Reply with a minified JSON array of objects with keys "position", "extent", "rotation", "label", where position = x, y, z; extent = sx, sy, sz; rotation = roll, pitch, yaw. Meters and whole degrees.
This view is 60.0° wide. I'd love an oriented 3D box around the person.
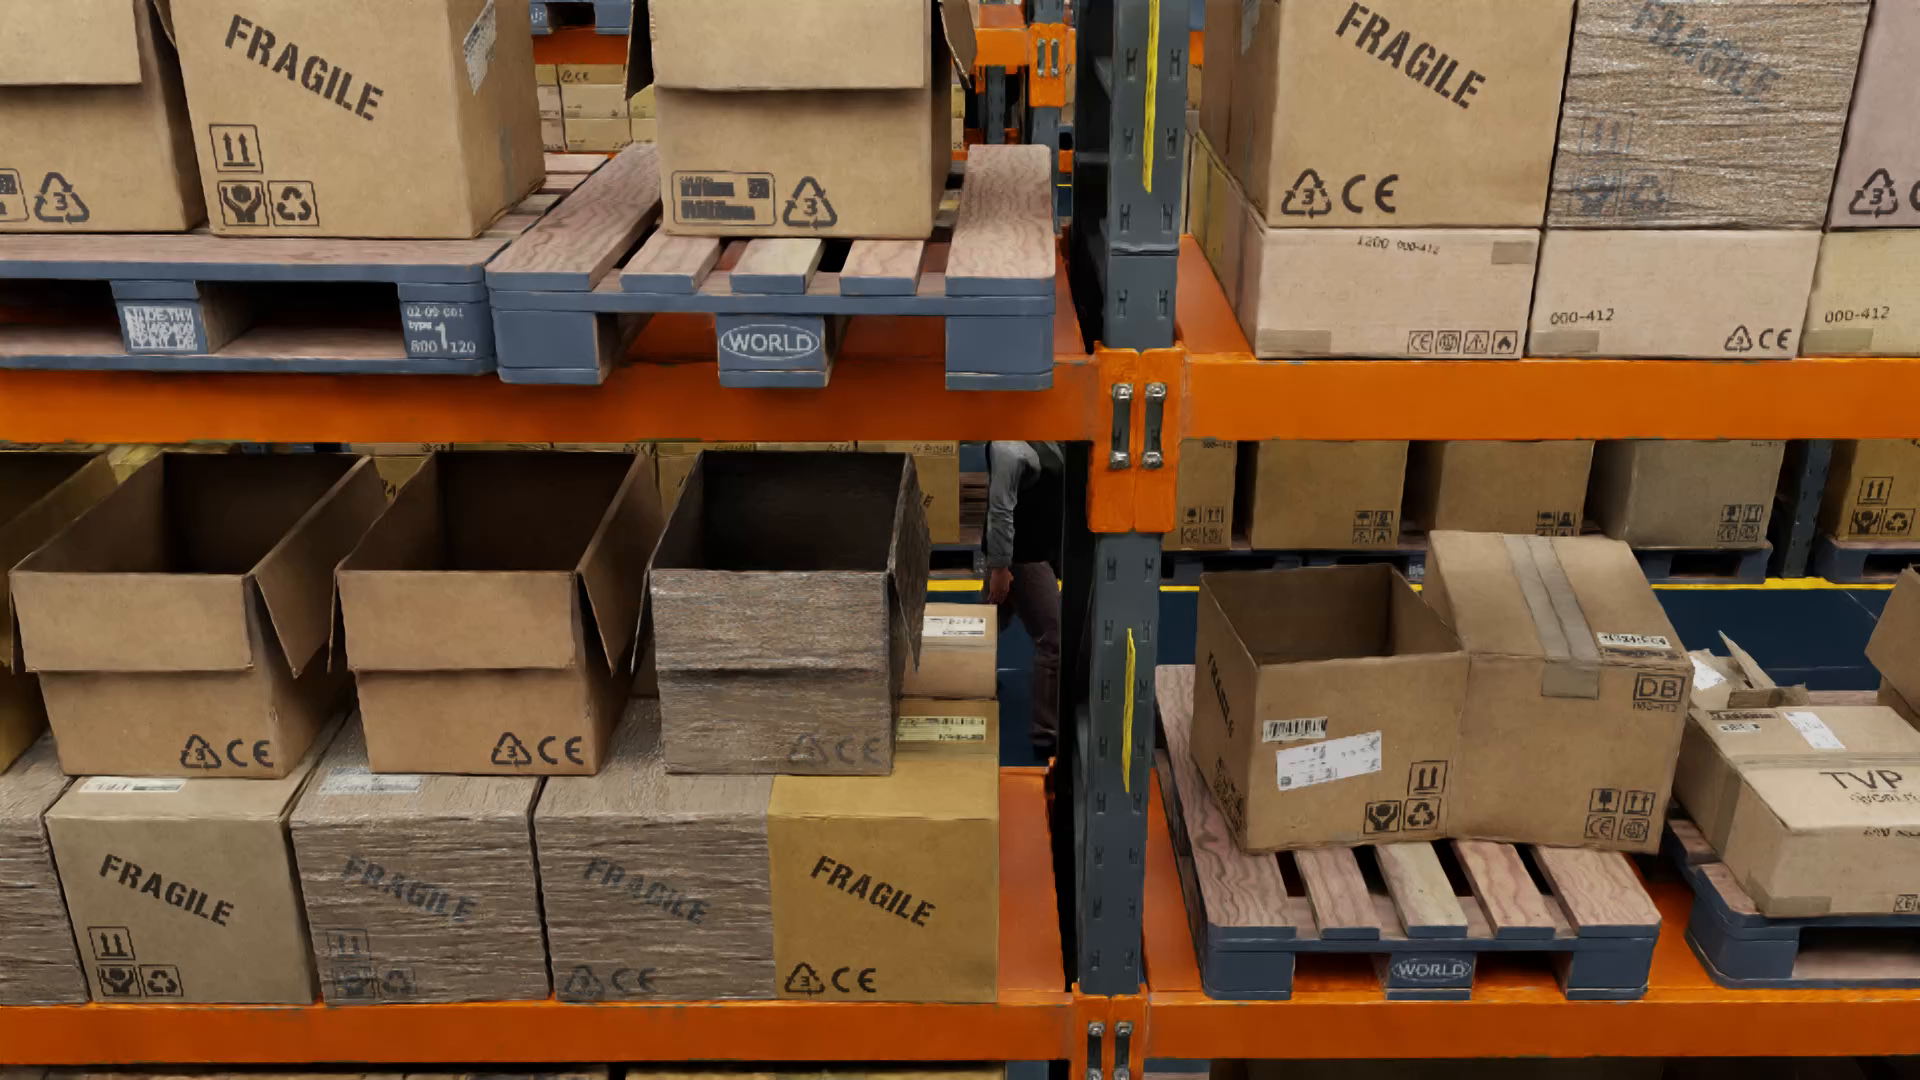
[{"position":[0.251,0.056,7.046],"extent":[0.800,1.687,0.599],"rotation":[4,24,9],"label":"person"}]
